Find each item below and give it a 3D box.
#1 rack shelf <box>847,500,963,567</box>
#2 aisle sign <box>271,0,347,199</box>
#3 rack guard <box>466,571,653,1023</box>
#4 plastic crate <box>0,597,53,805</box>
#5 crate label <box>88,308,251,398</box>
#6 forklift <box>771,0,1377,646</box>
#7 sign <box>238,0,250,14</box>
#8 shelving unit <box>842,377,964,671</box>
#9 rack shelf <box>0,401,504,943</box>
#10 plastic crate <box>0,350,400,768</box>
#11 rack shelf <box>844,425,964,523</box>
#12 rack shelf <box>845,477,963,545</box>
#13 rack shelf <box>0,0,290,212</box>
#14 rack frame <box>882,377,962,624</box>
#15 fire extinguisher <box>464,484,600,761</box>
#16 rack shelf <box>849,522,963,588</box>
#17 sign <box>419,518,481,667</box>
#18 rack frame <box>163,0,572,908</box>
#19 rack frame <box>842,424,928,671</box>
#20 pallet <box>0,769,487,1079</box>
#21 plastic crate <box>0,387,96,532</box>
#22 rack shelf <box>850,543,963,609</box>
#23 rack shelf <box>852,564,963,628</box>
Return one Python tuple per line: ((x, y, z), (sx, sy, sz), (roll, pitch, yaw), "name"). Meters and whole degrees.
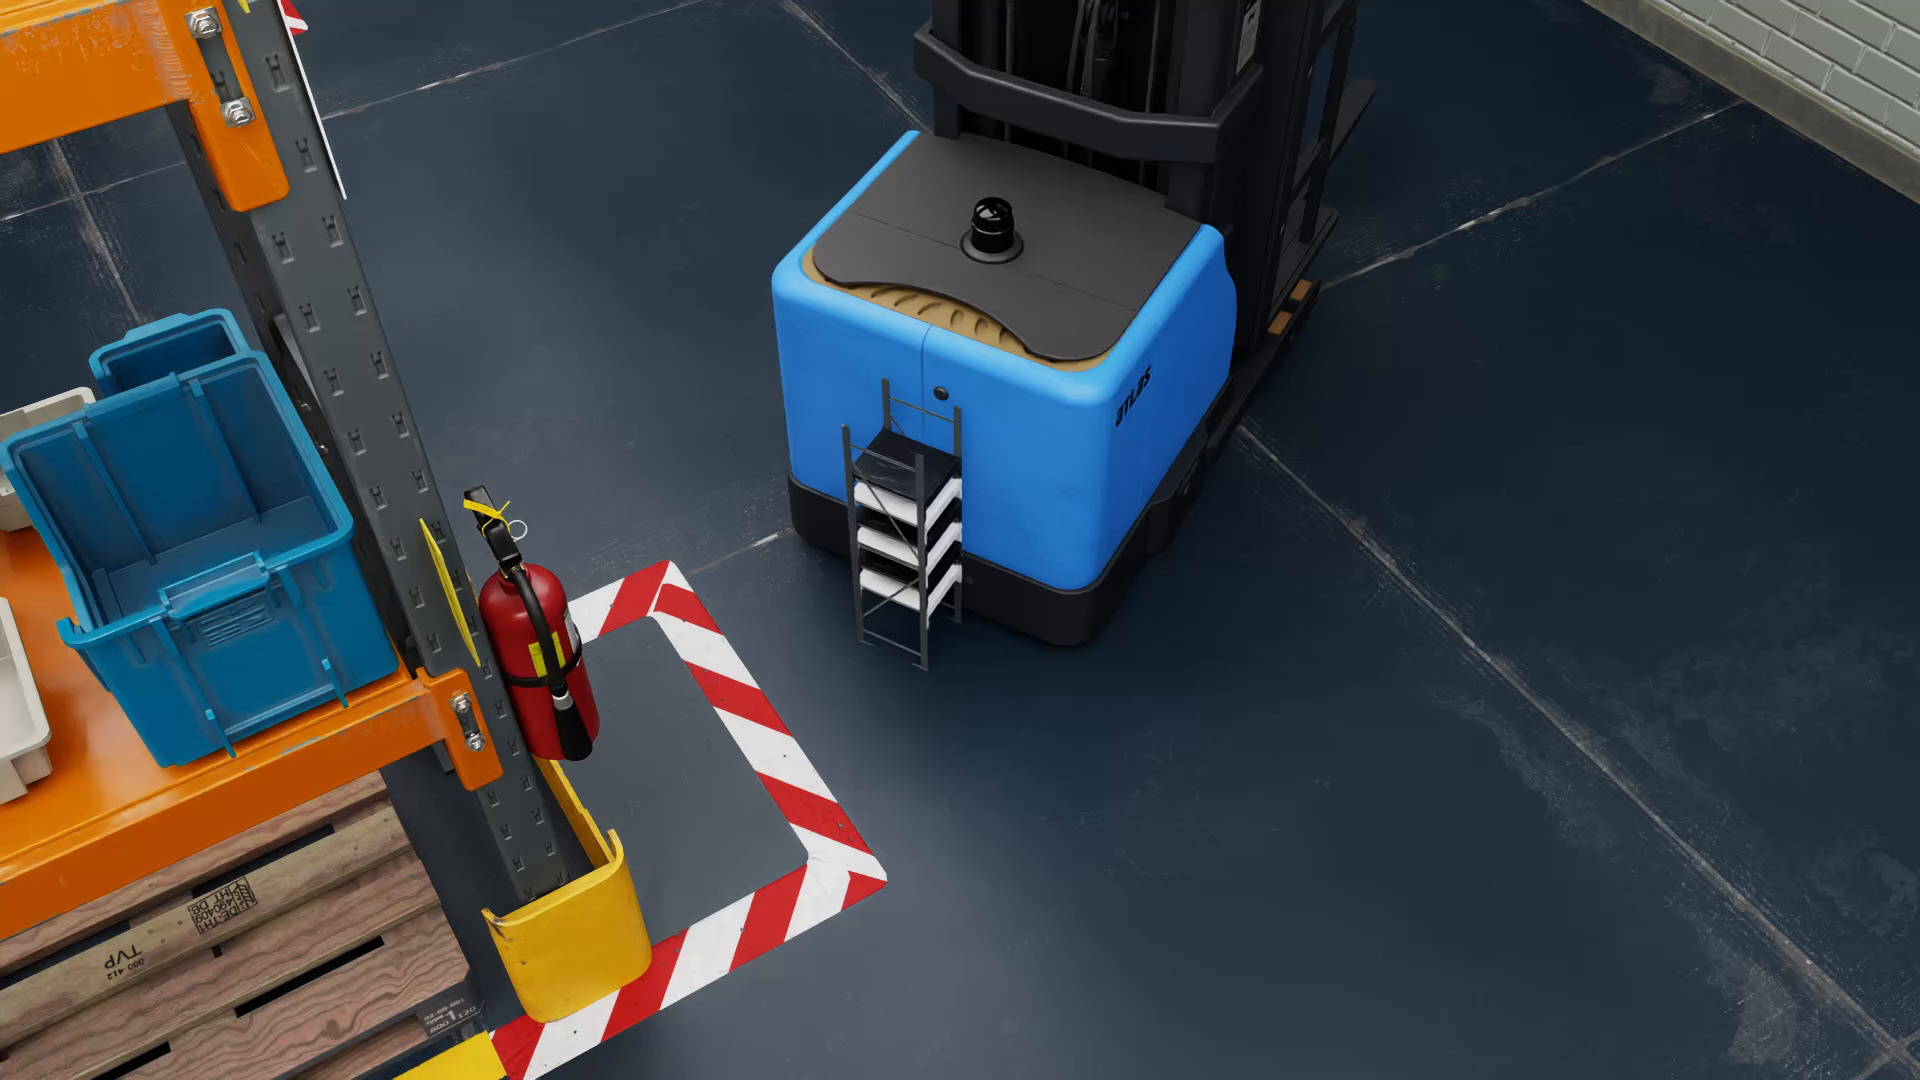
((-0.151, -0.061, 4.626), (0.258, 0.077, 0.200), (22, 52, 19), "rack shelf")
((-1.022, -0.895, 2.298), (0.004, 0.787, 0.394), (-25, 53, -21), "aisle sign")
((-1.225, 0.627, 4.357), (0.348, 0.500, 1.175), (-25, 53, -21), "rack guard")
((-1.832, 0.320, 3.092), (0.243, 0.136, 0.396), (-25, 53, -21), "plastic crate")
((-1.623, -0.260, 3.545), (0.303, 0.233, 0.416), (-25, 53, -21), "crate label")
((0.623, -1.766, 4.860), (1.130, 2.935, 3.031), (22, 52, 19), "forklift")
((-0.932, -0.808, 2.023), (0.005, 0.325, 0.100), (-25, 53, -21), "sign")
((-0.151, -0.023, 4.668), (0.258, 0.900, 0.210), (22, 52, 19), "shelving unit")
((-2.930, 0.850, 2.967), (4.000, 0.370, 1.077), (-25, 53, -21), "rack shelf")
((-1.422, 0.033, 3.148), (0.499, 0.435, 0.616), (-25, 53, -21), "plastic crate")
((-0.151, -0.180, 4.491), (0.258, 0.077, 0.200), (22, 52, 19), "rack shelf")
((-0.151, -0.120, 4.558), (0.258, 0.077, 0.200), (22, 52, 19), "rack shelf")
((-2.930, -0.148, 1.846), (4.000, 0.370, 1.077), (-25, 53, -21), "rack shelf")
((-0.102, -0.090, 4.727), (0.240, 0.900, 0.006), (22, 52, 19), "rack frame")
((-0.869, 0.190, 3.374), (0.183, 0.674, 0.296), (-25, 53, -21), "fire extinguisher")
((-0.151, -0.001, 4.693), (0.258, 0.077, 0.200), (22, 52, 19), "rack shelf")
((-0.932, 0.100, 3.043), (0.005, 0.325, 0.100), (-25, 53, -21), "sign")
((-1.239, -0.187, 3.408), (0.127, 3.000, 1.000), (-25, 53, -21), "rack frame")
((-0.200, 0.044, 4.609), (0.240, 0.900, 0.006), (22, 52, 19), "rack frame")
((-1.957, 1.045, 4.178), (1.213, 0.211, 1.003), (-25, 53, -21), "pallet")
((-1.939, -0.153, 3.514), (0.298, 0.136, 0.250), (-25, 53, -21), "plastic crate")
((-0.151, 0.059, 4.760), (0.258, 0.077, 0.200), (22, 52, 19), "rack shelf")
((-0.151, 0.119, 4.827), (0.258, 0.077, 0.200), (22, 52, 19), "rack shelf")
